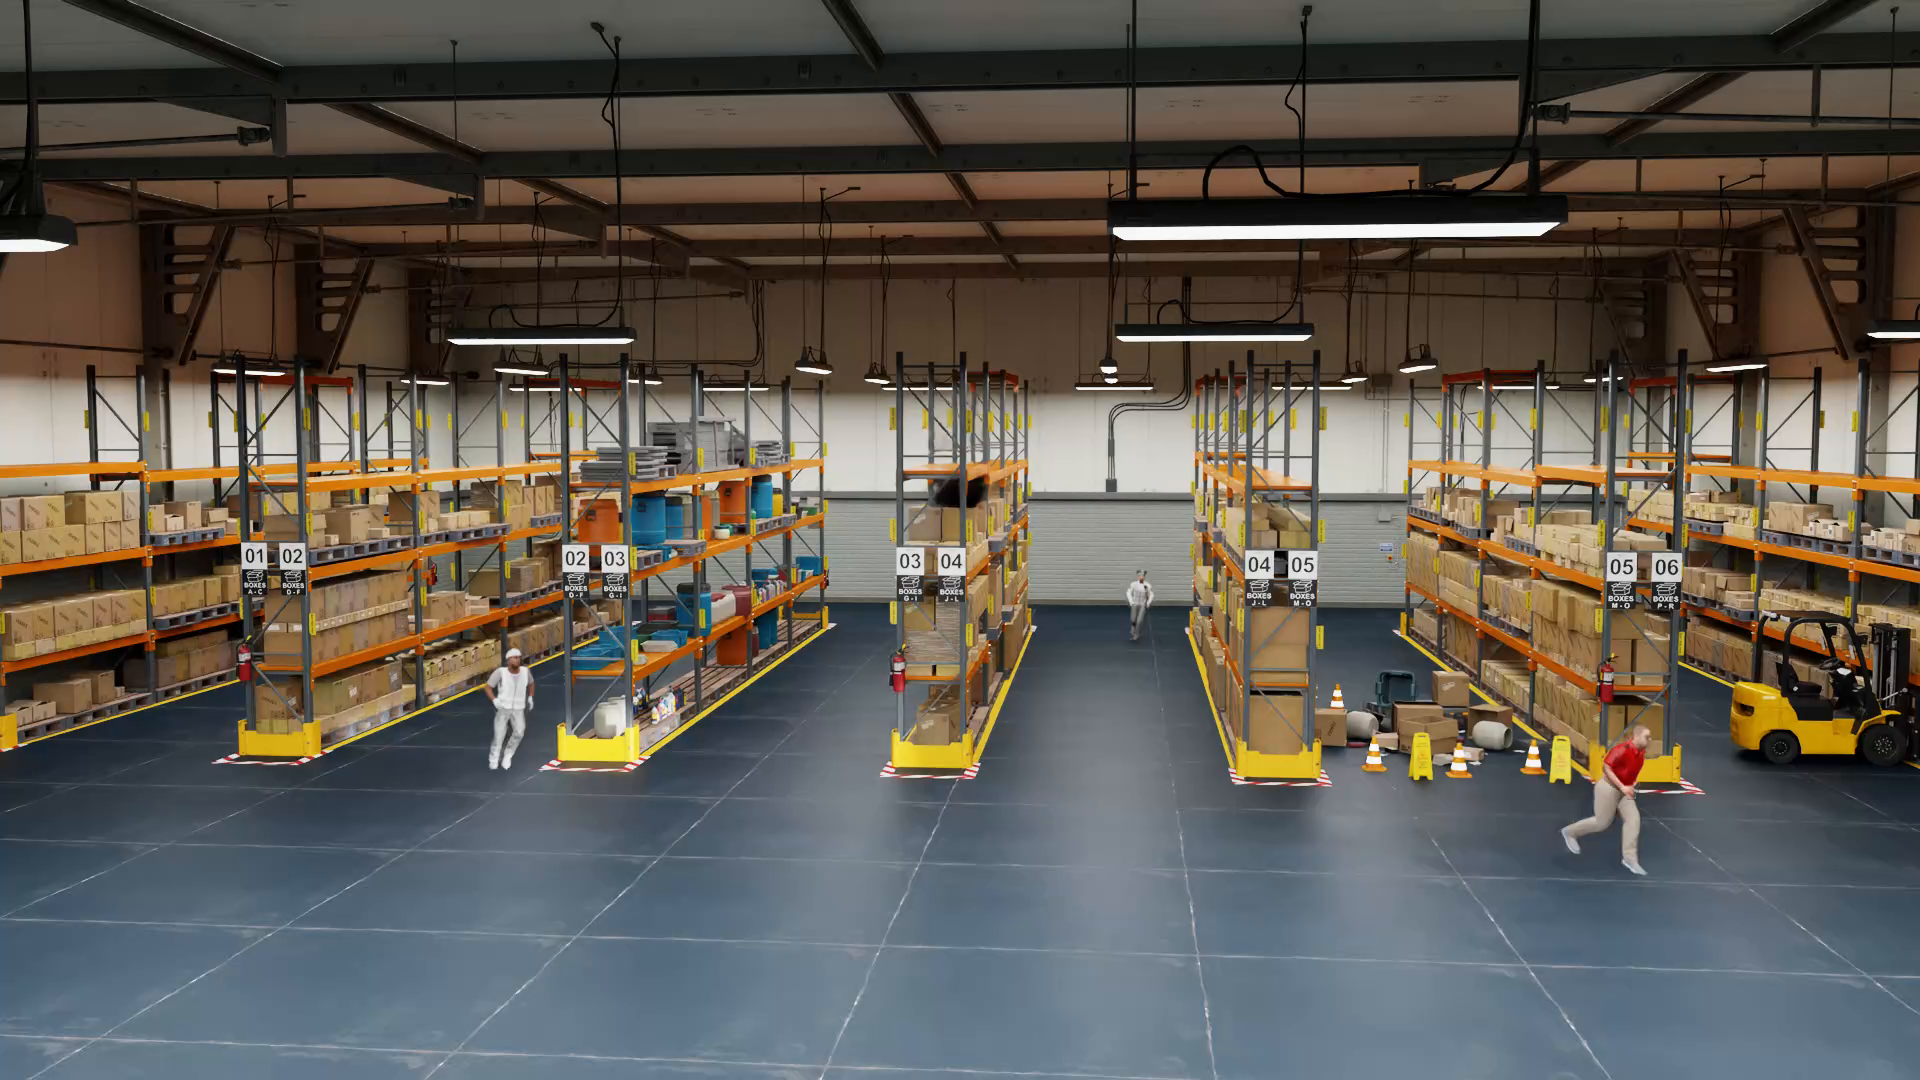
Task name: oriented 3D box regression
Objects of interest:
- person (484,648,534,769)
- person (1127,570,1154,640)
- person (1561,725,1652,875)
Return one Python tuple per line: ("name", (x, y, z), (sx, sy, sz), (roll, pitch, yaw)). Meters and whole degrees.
("person", (-6.459, 2.429, 23.969), (0.749, 1.729, 0.597), (-2, 5, -28))
("person", (4.133, 1.488, 38.140), (0.637, 1.614, 0.516), (1, 4, 9))
("person", (7.296, 2.871, 18.749), (1.007, 1.692, 0.693), (4, 6, 44))
